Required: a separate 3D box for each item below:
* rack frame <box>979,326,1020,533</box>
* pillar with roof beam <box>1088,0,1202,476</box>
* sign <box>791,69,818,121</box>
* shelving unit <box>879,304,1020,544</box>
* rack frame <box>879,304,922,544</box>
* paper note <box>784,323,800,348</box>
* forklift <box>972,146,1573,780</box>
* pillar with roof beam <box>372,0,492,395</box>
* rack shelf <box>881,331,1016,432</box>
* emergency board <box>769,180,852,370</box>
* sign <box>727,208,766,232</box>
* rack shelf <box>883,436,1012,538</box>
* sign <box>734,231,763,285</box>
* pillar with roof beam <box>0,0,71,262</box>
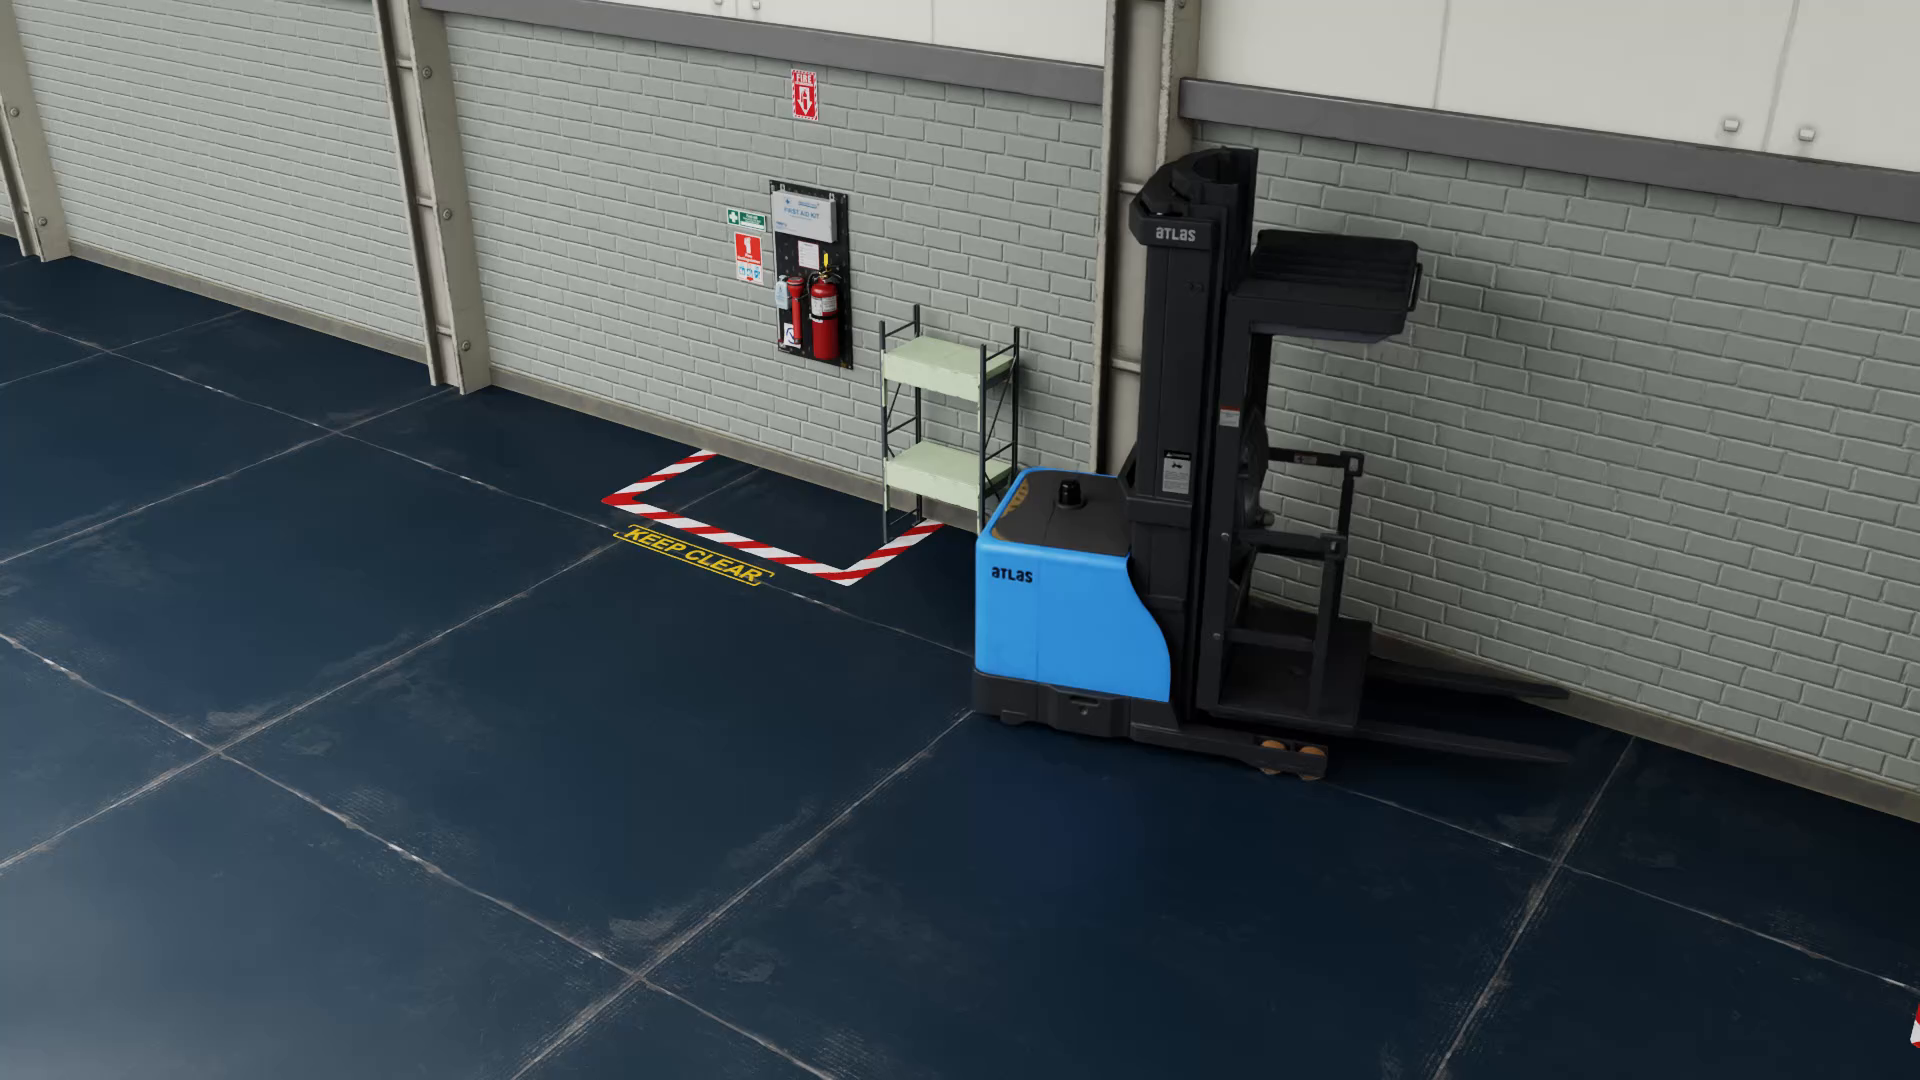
[{"bbox_3d":[0.237,-0.535,10.147,0.023,1.500,0.400,17,32,30],"label":"rack frame"},{"bbox_3d":[-1.435,-2.100,4.955,0.400,9.000,9.100,17,32,30],"label":"pillar with roof beam"},{"bbox_3d":[-0.963,-2.757,10.305,0.199,0.298,0.001,17,32,30],"label":"sign"},{"bbox_3d":[-0.066,-0.628,10.330,0.755,1.500,0.431,17,32,30],"label":"shelving unit"},{"bbox_3d":[-0.369,-0.721,10.512,0.023,1.500,0.400,17,32,30],"label":"rack frame"},{"bbox_3d":[-1.120,-1.364,11.093,0.142,0.148,0.016,17,32,30],"label":"paper note"},{"bbox_3d":[1.641,-0.366,8.238,3.031,2.935,1.130,8,28,15],"label":"forklift"},{"bbox_3d":[-6.380,-3.641,7.983,0.400,9.000,9.100,17,32,30],"label":"pillar with roof beam"},{"bbox_3d":[-0.066,-0.976,10.153,0.720,0.370,0.431,17,32,30],"label":"rack shelf"},{"bbox_3d":[-1.013,-1.685,10.754,0.643,1.169,0.194,17,32,30],"label":"emergency board"},{"bbox_3d":[-1.411,-2.113,10.971,0.331,0.109,0.001,17,32,30],"label":"sign"},{"bbox_3d":[-0.066,-0.337,10.478,0.720,0.370,0.431,17,32,30],"label":"rack shelf"},{"bbox_3d":[-1.410,-1.881,11.100,0.234,0.329,0.001,17,32,30],"label":"sign"},{"bbox_3d":[-11.326,-5.182,11.010,0.400,9.000,9.100,17,32,30],"label":"pillar with roof beam"}]
